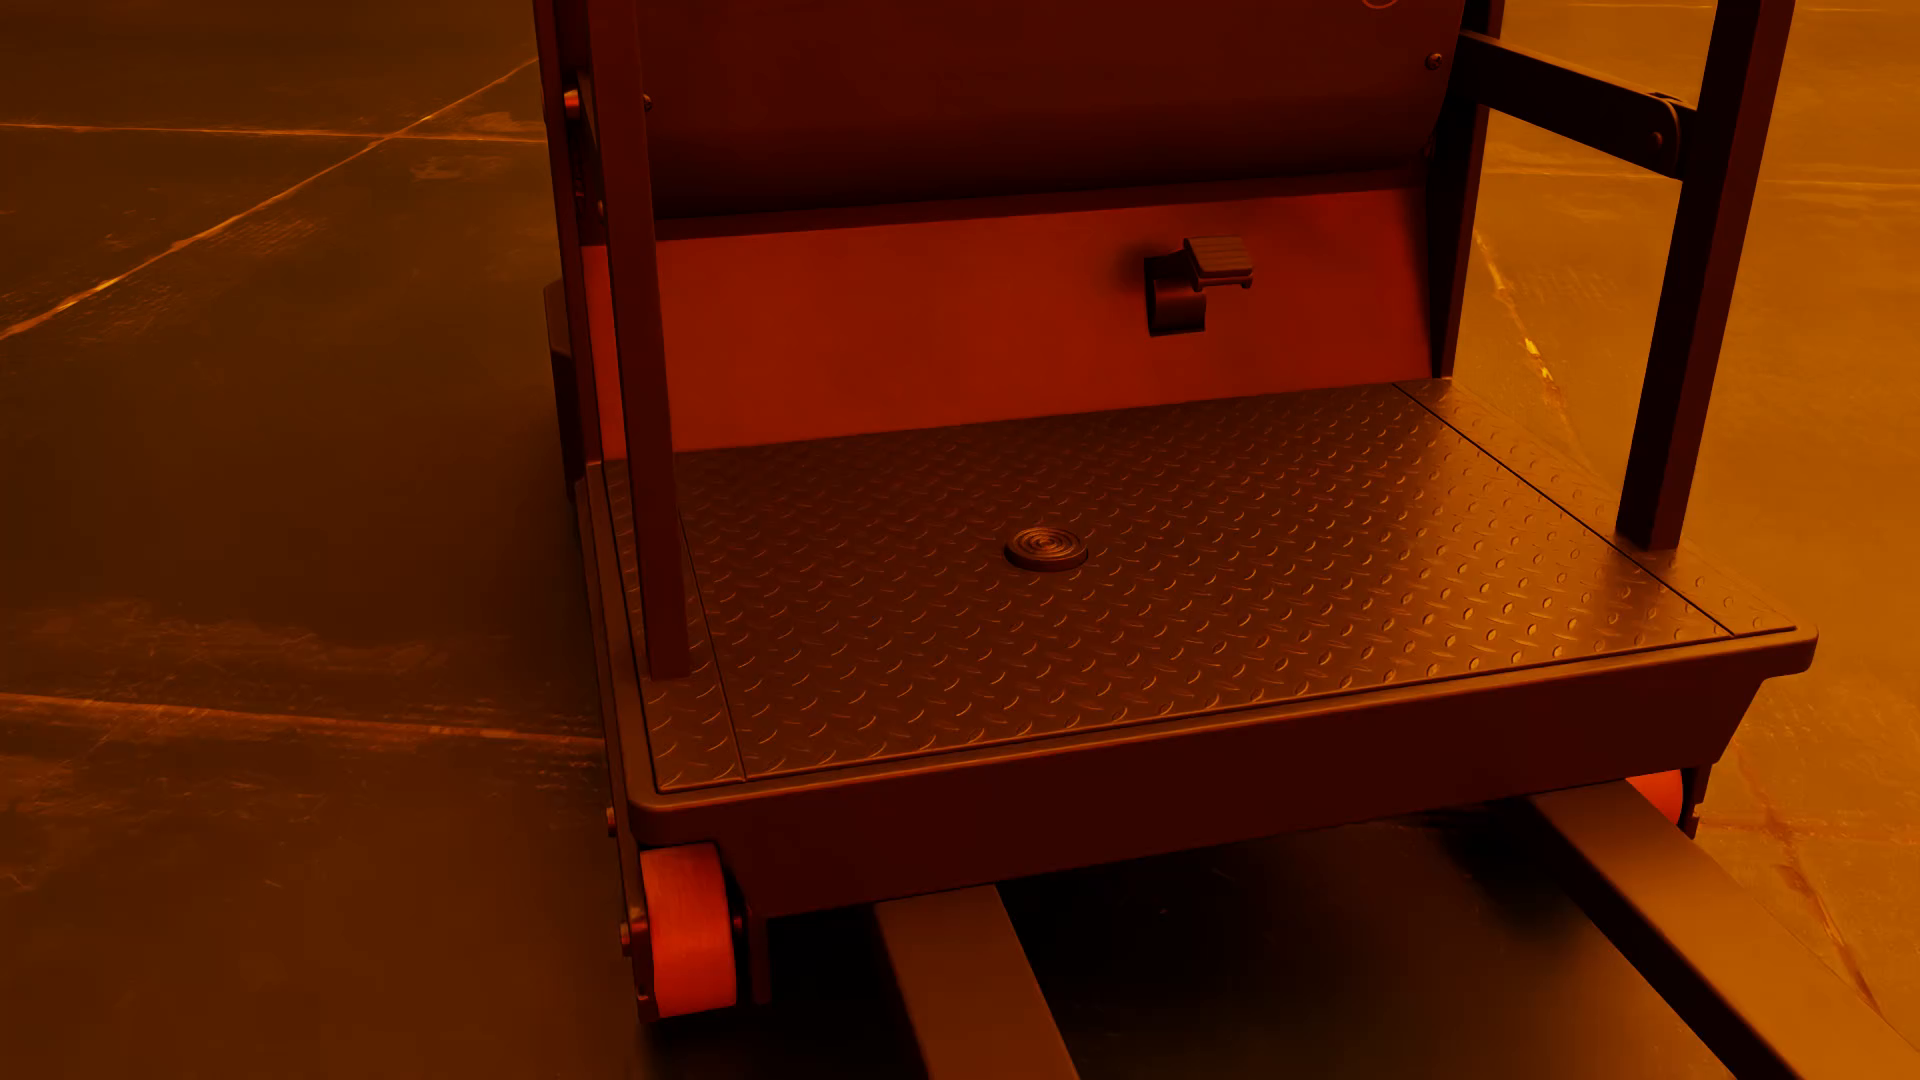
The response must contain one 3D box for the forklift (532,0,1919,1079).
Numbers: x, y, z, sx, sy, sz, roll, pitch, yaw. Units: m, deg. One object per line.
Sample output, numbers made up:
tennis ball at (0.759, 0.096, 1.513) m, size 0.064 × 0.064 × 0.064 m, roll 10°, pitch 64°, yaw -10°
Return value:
forklift at (0.153, -1.049, 1.319) m, size 1.130 × 2.935 × 3.031 m, roll -7°, pitch 27°, yaw -13°
